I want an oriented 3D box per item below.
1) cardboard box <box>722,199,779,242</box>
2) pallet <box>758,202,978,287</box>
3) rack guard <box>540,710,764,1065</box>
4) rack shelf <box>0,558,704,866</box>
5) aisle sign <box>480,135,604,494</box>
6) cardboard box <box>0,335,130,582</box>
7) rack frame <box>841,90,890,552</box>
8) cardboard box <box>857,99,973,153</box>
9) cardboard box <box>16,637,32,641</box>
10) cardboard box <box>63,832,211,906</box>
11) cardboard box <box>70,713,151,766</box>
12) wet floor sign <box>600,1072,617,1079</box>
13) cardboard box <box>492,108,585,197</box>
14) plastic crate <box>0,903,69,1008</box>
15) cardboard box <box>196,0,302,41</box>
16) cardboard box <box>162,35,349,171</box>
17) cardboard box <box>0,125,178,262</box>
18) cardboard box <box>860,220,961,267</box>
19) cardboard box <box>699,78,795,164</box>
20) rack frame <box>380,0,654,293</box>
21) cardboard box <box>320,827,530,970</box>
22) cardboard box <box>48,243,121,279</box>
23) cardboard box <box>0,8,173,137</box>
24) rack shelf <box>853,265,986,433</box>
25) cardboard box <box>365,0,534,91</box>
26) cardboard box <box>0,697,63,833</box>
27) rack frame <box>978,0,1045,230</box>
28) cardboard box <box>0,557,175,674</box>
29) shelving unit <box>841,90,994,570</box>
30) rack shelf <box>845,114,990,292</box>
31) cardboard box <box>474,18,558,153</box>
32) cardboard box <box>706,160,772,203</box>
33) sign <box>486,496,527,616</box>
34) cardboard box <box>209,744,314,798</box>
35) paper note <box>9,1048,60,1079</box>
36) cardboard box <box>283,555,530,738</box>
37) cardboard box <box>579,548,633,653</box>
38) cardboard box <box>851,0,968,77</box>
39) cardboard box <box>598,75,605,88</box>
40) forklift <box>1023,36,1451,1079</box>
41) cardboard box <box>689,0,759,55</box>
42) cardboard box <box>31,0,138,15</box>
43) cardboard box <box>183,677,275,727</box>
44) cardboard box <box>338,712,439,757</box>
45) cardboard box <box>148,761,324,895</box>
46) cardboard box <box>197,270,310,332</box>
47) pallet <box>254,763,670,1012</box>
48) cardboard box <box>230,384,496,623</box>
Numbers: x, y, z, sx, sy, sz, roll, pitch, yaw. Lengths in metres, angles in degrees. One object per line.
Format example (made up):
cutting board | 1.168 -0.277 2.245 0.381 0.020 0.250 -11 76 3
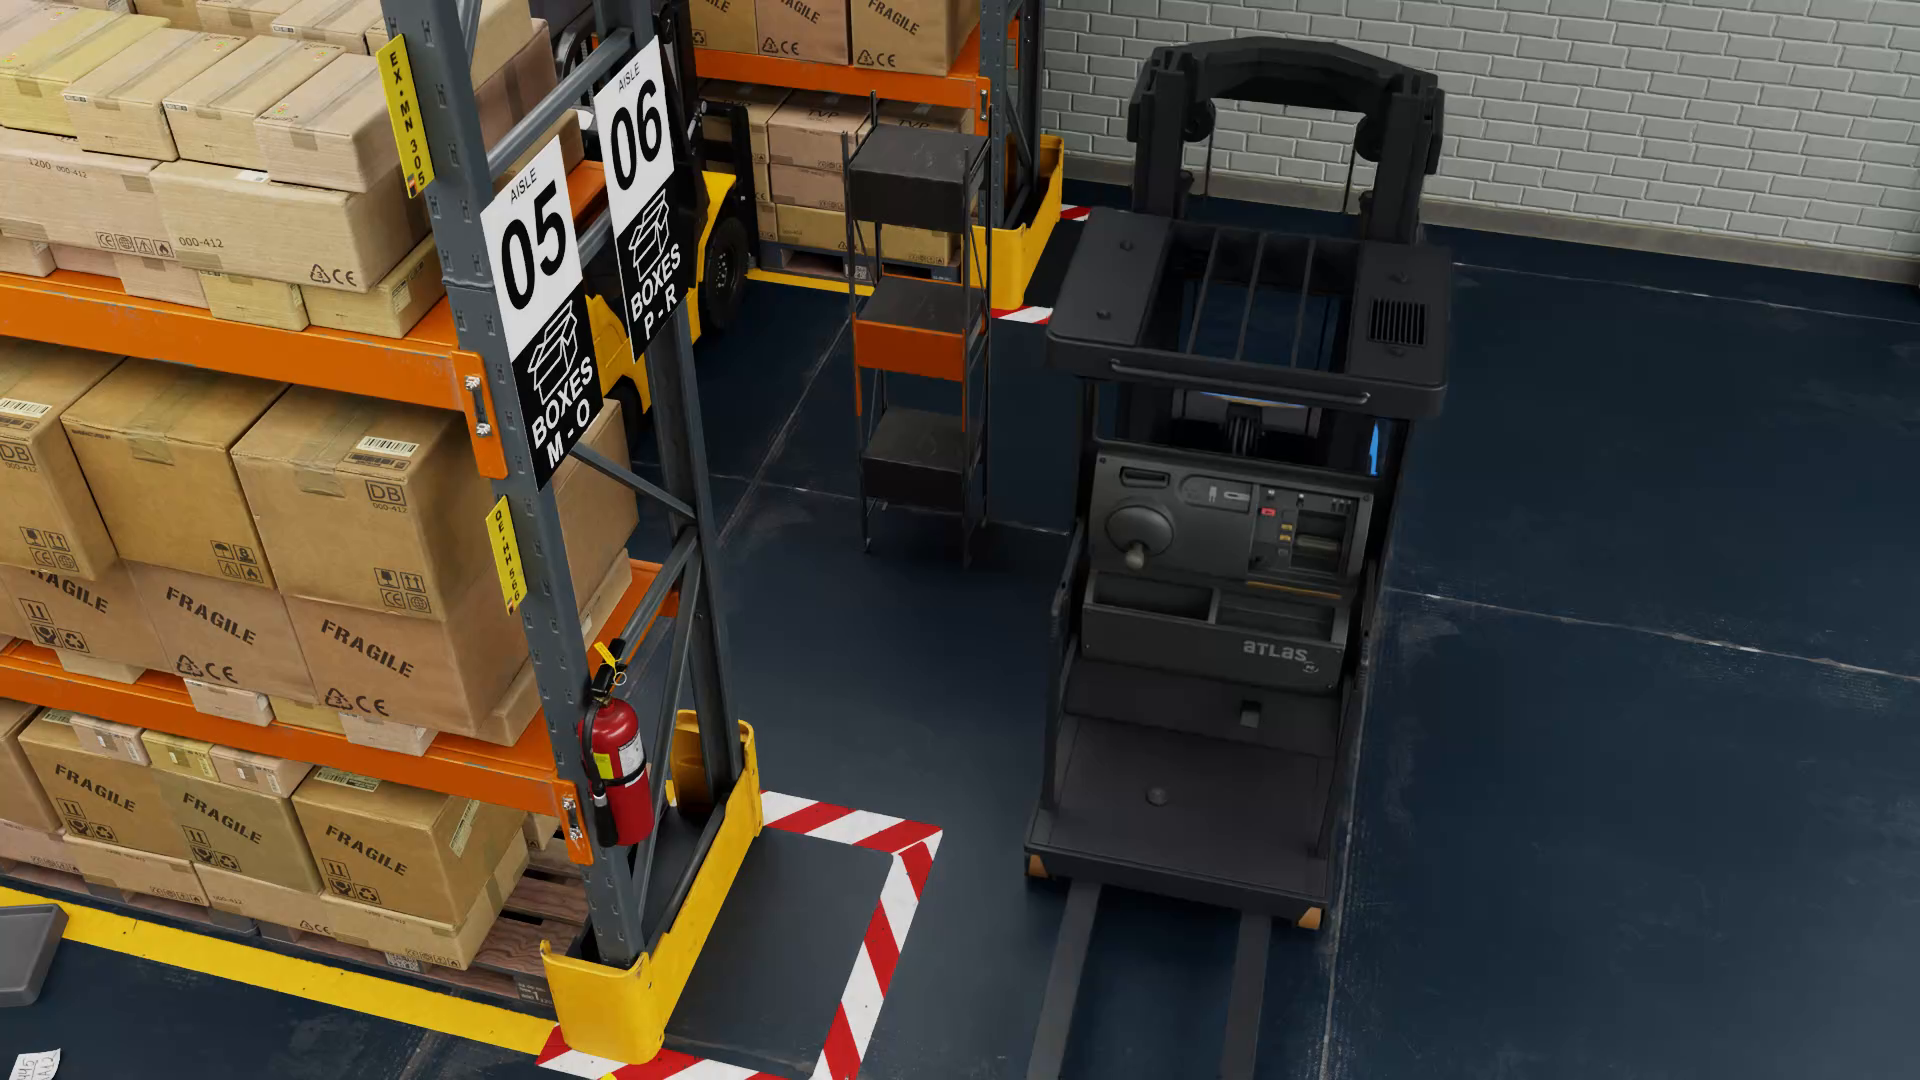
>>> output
cardboard box | -1.208 -1.986 9.618 0.500 0.250 0.500 10 41 12
pallet | -0.463 -1.852 9.816 1.213 0.211 1.003 10 41 11
rack guard | -1.066 1.210 5.945 0.348 0.500 1.175 10 41 11
rack shelf | -2.925 0.209 5.753 4.000 0.370 1.077 10 41 11
aisle sign | -1.008 -0.540 4.063 0.004 0.787 0.394 10 41 11
cardboard box | -2.549 -0.329 4.747 0.500 0.500 0.700 9 41 11
rack frame | -0.396 -0.872 7.180 0.015 2.100 0.400 10 41 11
cardboard box | -0.239 -2.192 9.087 0.500 0.250 0.500 11 41 13
cardboard box | -2.881 0.166 5.440 0.250 0.149 0.380 10 41 11
cardboard box | -2.849 1.016 6.044 0.500 0.250 0.500 8 41 10
cardboard box | -2.702 0.543 5.520 0.250 0.149 0.380 11 41 13
wet floor sign | -1.086 1.863 5.054 0.232 0.644 0.267 24 46 26
cardboard box | -1.230 -1.044 4.548 0.250 0.149 0.380 10 41 11
plastic crate | -3.552 1.489 5.939 0.583 0.080 0.402 -3 40 -4
cardboard box | -1.757 -1.390 4.340 0.250 0.149 0.380 10 41 11
cardboard box | -1.635 -1.032 3.914 0.250 0.149 0.380 10 41 12
cardboard box | -2.039 -0.950 4.126 0.500 0.250 0.500 9 41 11
cardboard box | -0.249 -1.809 9.407 0.500 0.250 0.500 10 41 12
cardboard box | -1.224 -2.351 9.276 0.500 0.250 0.500 10 41 12
rack frame | -0.993 -2.032 3.197 0.127 3.000 1.000 10 41 11
cardboard box | -1.867 1.186 5.841 0.500 0.250 0.500 10 41 11
cardboard box | -2.134 -0.842 4.308 0.250 0.149 0.380 10 41 12
cardboard box | -2.118 -1.137 4.039 0.250 0.149 0.380 10 41 12
rack shelf | -0.160 -0.821 7.141 0.480 0.518 0.431 10 41 11
cardboard box | -1.284 -1.278 4.207 0.250 0.149 0.380 10 41 11
cardboard box | -3.336 0.640 5.908 0.500 0.500 0.500 12 41 14
rack frame | 0.286 -2.819 8.799 0.127 3.000 1.000 10 41 11
cardboard box | -2.553 0.023 5.106 0.500 0.500 0.500 10 41 11
shelving unit | -0.160 -0.832 7.132 0.503 2.100 0.431 10 41 11
rack shelf | -0.160 -1.357 6.691 0.480 0.518 0.431 10 41 11
cardboard box | -1.410 -1.189 4.411 0.500 0.250 0.500 9 41 11
cardboard box | -1.250 -2.168 9.446 0.500 0.250 0.500 9 41 10
sign | -1.156 0.043 4.245 0.005 0.325 0.100 10 41 11
cardboard box | -2.206 0.632 5.414 0.250 0.149 0.380 11 41 13
paper note | -3.132 1.790 5.620 0.148 0.019 0.142 -3 40 -4
cardboard box | -1.589 0.194 4.902 0.500 0.500 0.500 9 41 11
cardboard box | -1.268 0.177 5.427 0.250 0.149 0.380 10 41 12
cardboard box | -0.257 -2.776 8.670 0.500 0.500 0.500 9 41 10
cardboard box | -2.216 -2.532 9.492 0.500 0.250 0.500 11 41 13
forklift | 0.861 0.025 5.466 1.130 2.935 3.031 9 41 10
cardboard box | -1.251 -2.953 8.880 0.500 0.500 0.500 9 41 11
cardboard box | -2.244 -1.460 4.423 0.250 0.149 0.380 10 41 11
cardboard box | -2.182 0.379 5.186 0.250 0.149 0.380 10 41 12
cardboard box | -1.683 0.459 5.091 0.250 0.149 0.380 9 41 11
cardboard box | -2.339 0.815 5.701 0.500 0.500 0.500 11 41 13
cardboard box | -1.659 -0.693 4.131 0.250 0.149 0.380 10 41 12
pallet | -1.842 1.164 6.225 1.213 0.211 1.003 10 41 11
cardboard box | -1.543 -0.219 4.616 0.500 0.500 0.700 9 41 10
